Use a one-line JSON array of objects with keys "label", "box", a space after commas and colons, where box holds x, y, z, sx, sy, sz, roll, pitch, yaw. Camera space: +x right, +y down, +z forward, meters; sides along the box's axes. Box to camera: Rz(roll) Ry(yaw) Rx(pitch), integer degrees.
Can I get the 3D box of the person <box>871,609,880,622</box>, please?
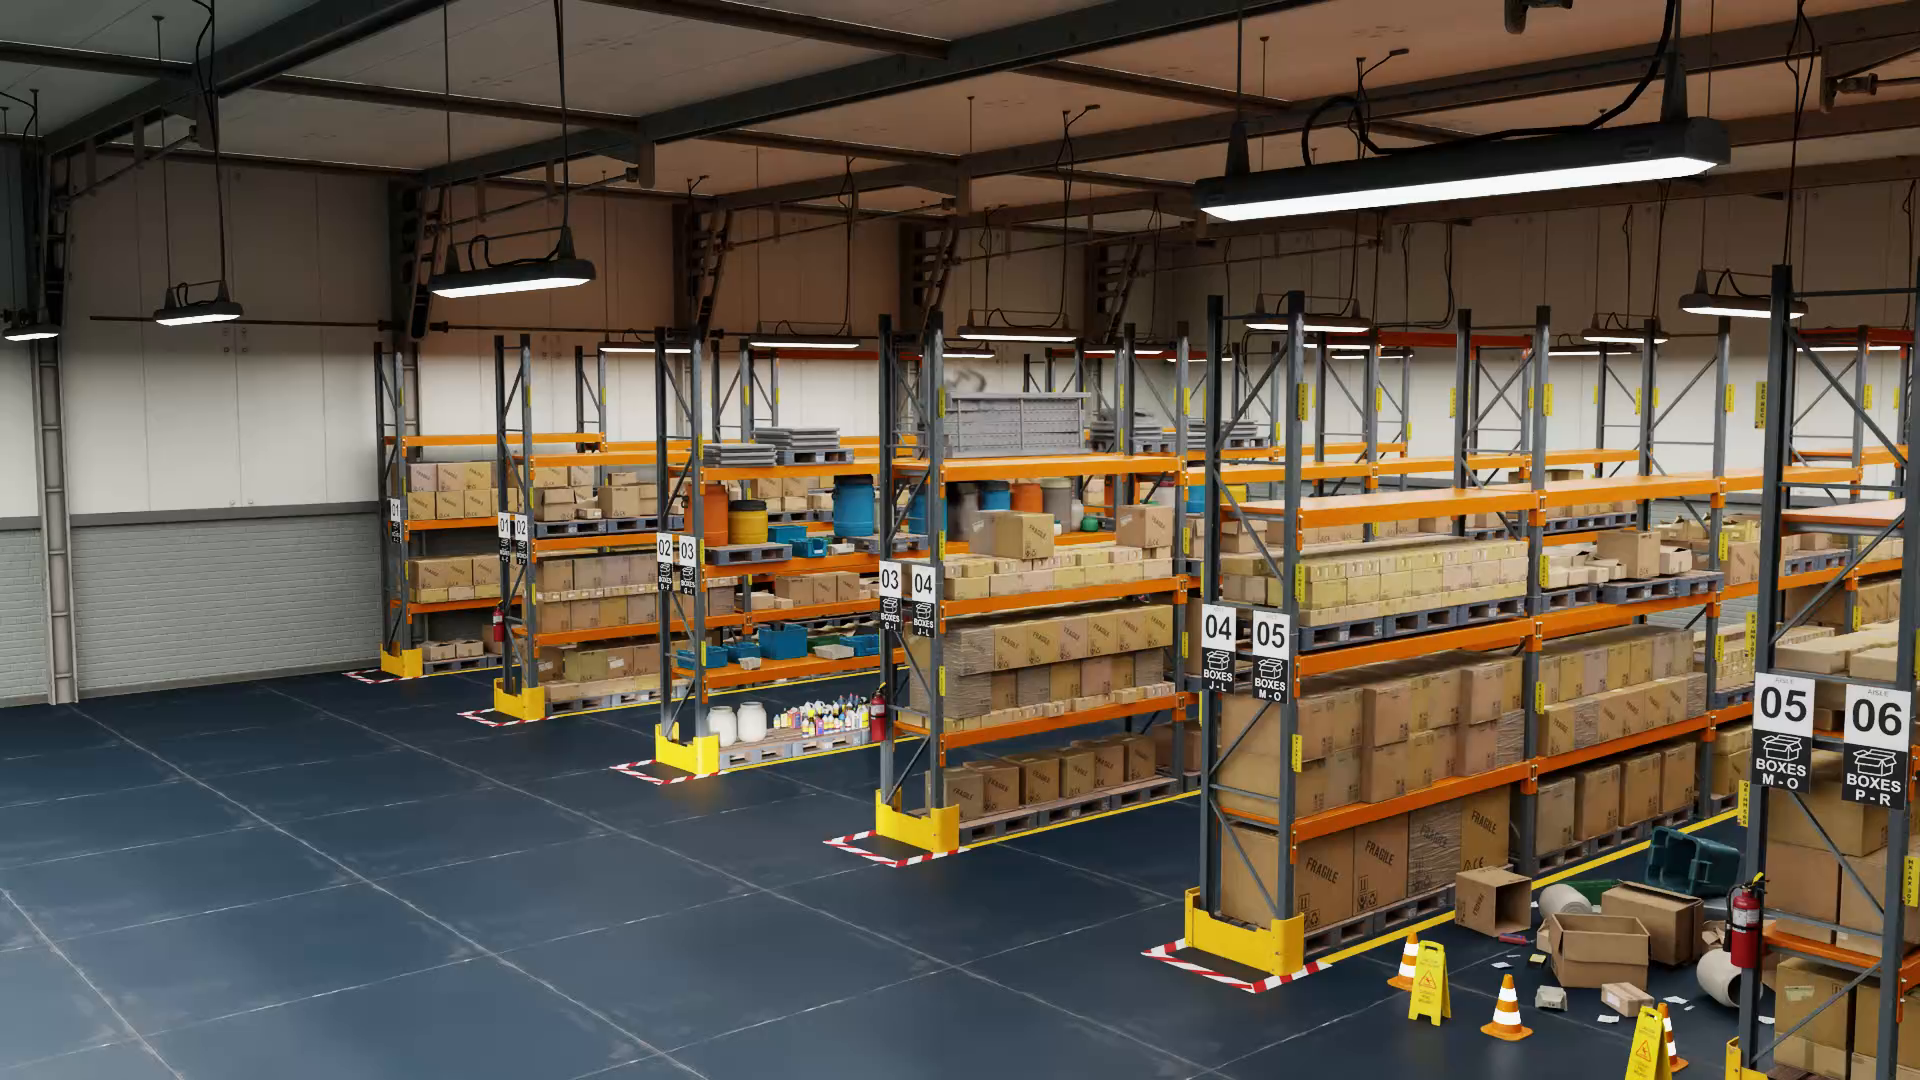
[{"label": "person", "box": [-1.514, 1.321, 33.348, 0.606, 1.626, 0.537, 5, 7, 42]}]
